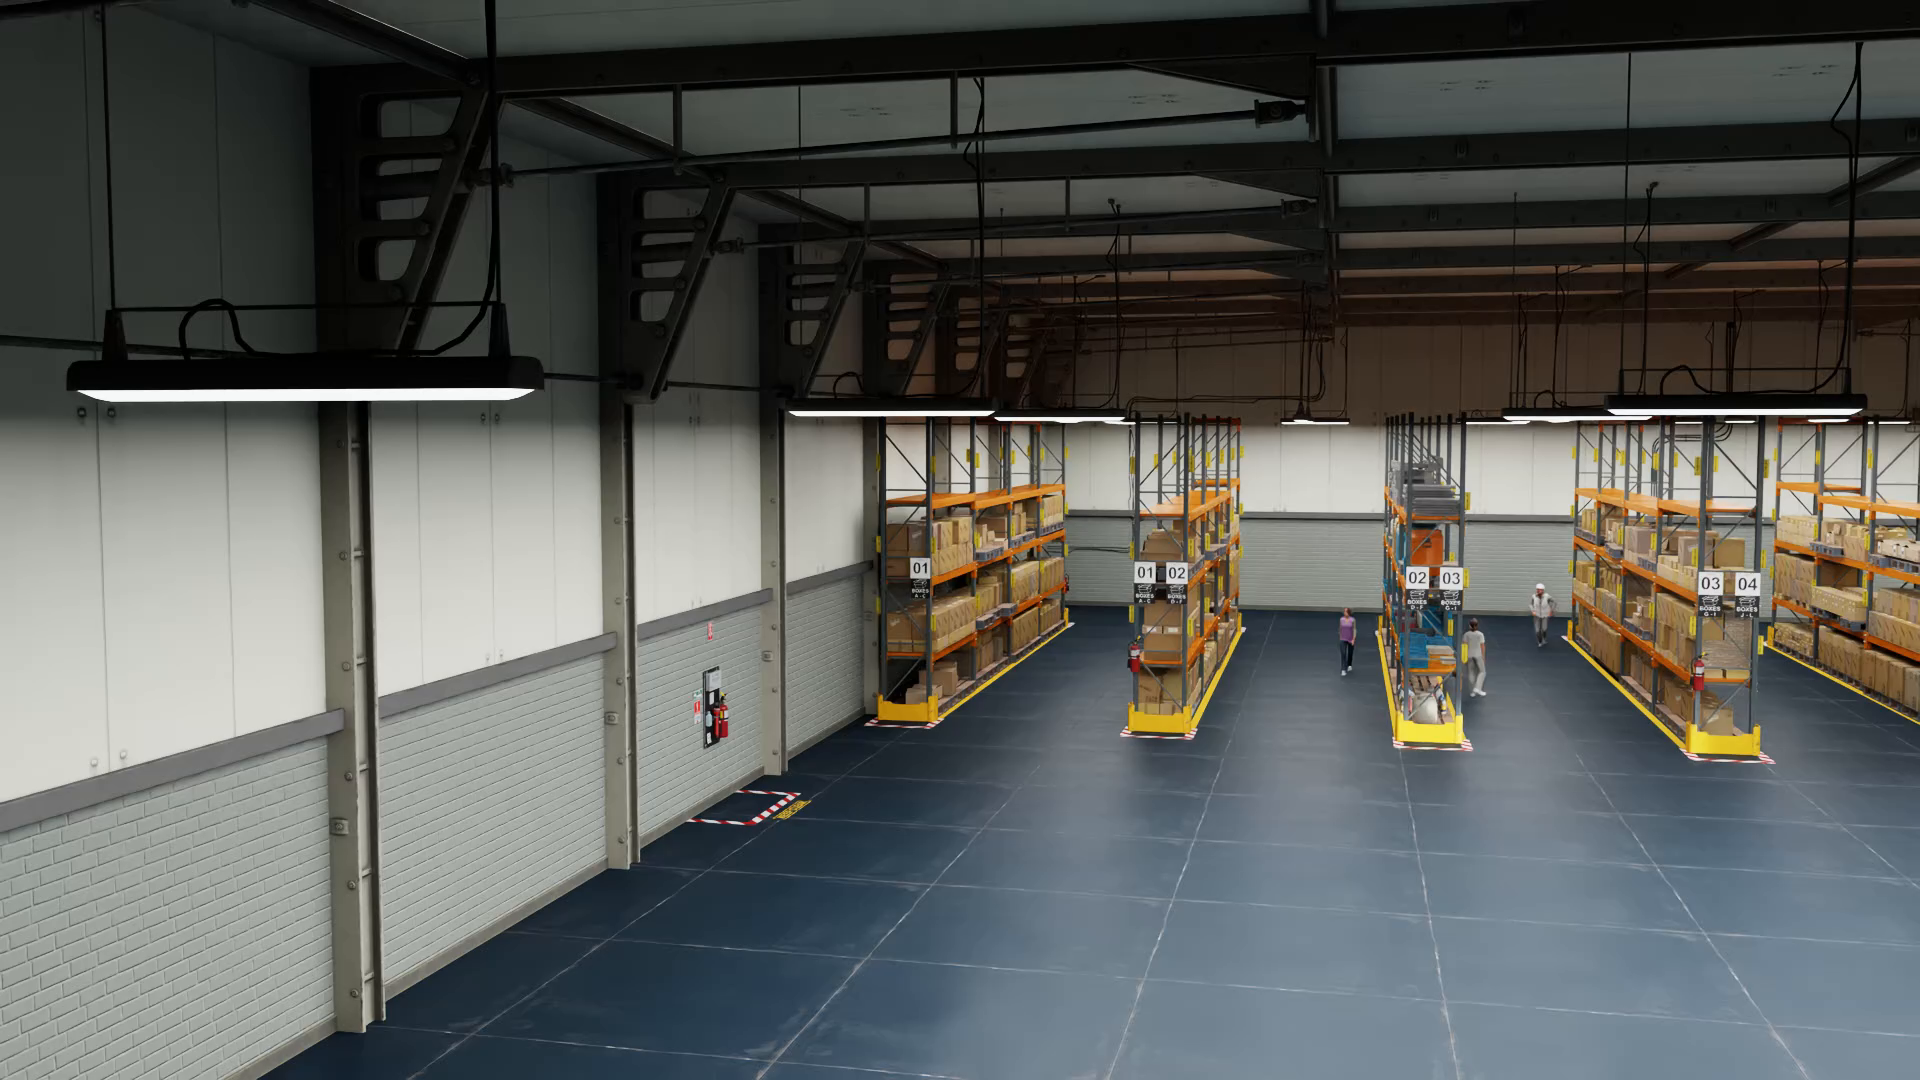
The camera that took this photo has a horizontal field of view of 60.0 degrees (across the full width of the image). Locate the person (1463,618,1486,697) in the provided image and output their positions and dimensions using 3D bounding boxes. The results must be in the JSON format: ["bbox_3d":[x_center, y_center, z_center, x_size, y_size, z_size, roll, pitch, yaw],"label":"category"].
[{"bbox_3d":[10.926,2.506,35.314,0.501,1.669,0.531,2,4,22],"label":"person"}]

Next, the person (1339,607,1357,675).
[{"bbox_3d":[8.977,2.325,38.484,0.389,1.539,0.972,1,4,12],"label":"person"}]

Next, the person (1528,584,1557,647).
[{"bbox_3d":[15.155,1.957,43.260,0.706,1.682,0.710,2,4,23],"label":"person"}]
